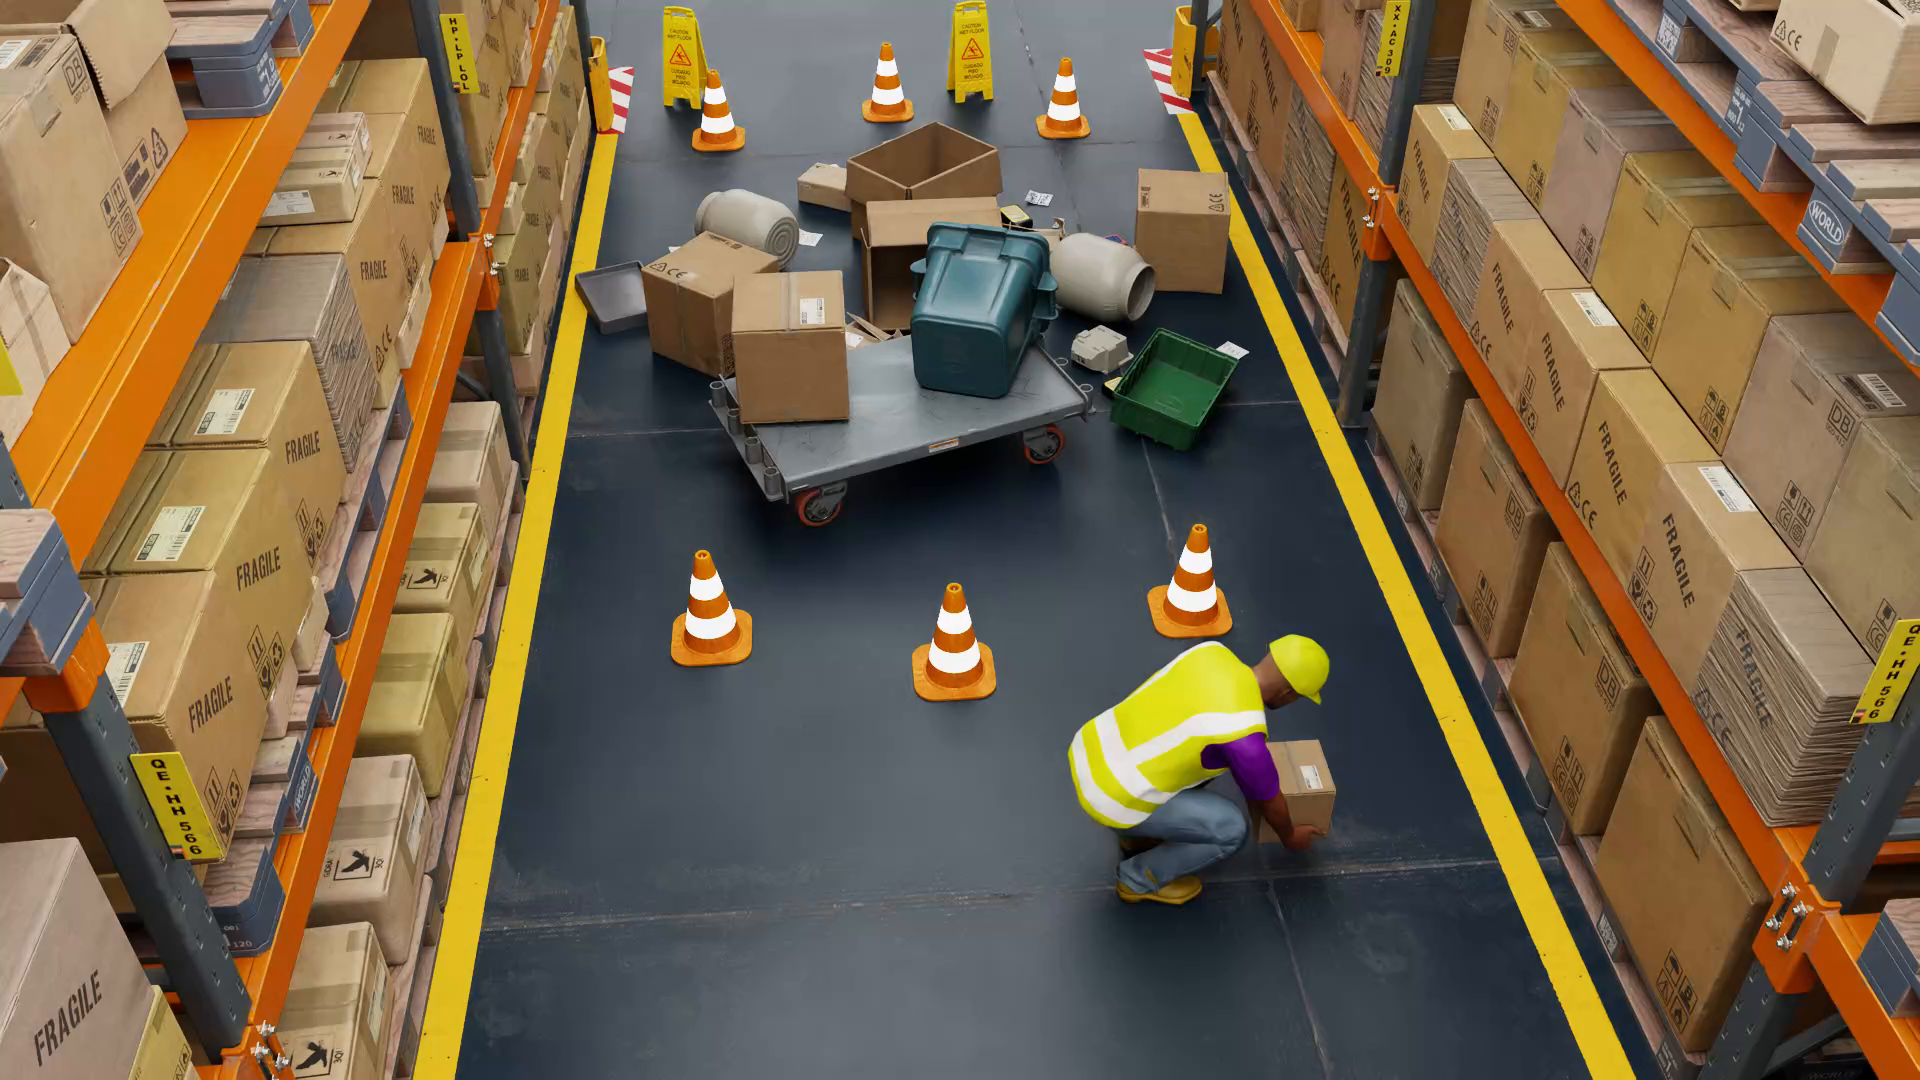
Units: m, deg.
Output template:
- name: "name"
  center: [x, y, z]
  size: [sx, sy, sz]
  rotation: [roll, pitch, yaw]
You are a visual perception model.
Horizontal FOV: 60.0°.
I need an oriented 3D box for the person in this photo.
- name: "person"
  center: [0.831, 0.763, 5.798]
  size: [0.905, 1.011, 0.541]
  rotation: [-4, 39, -5]
